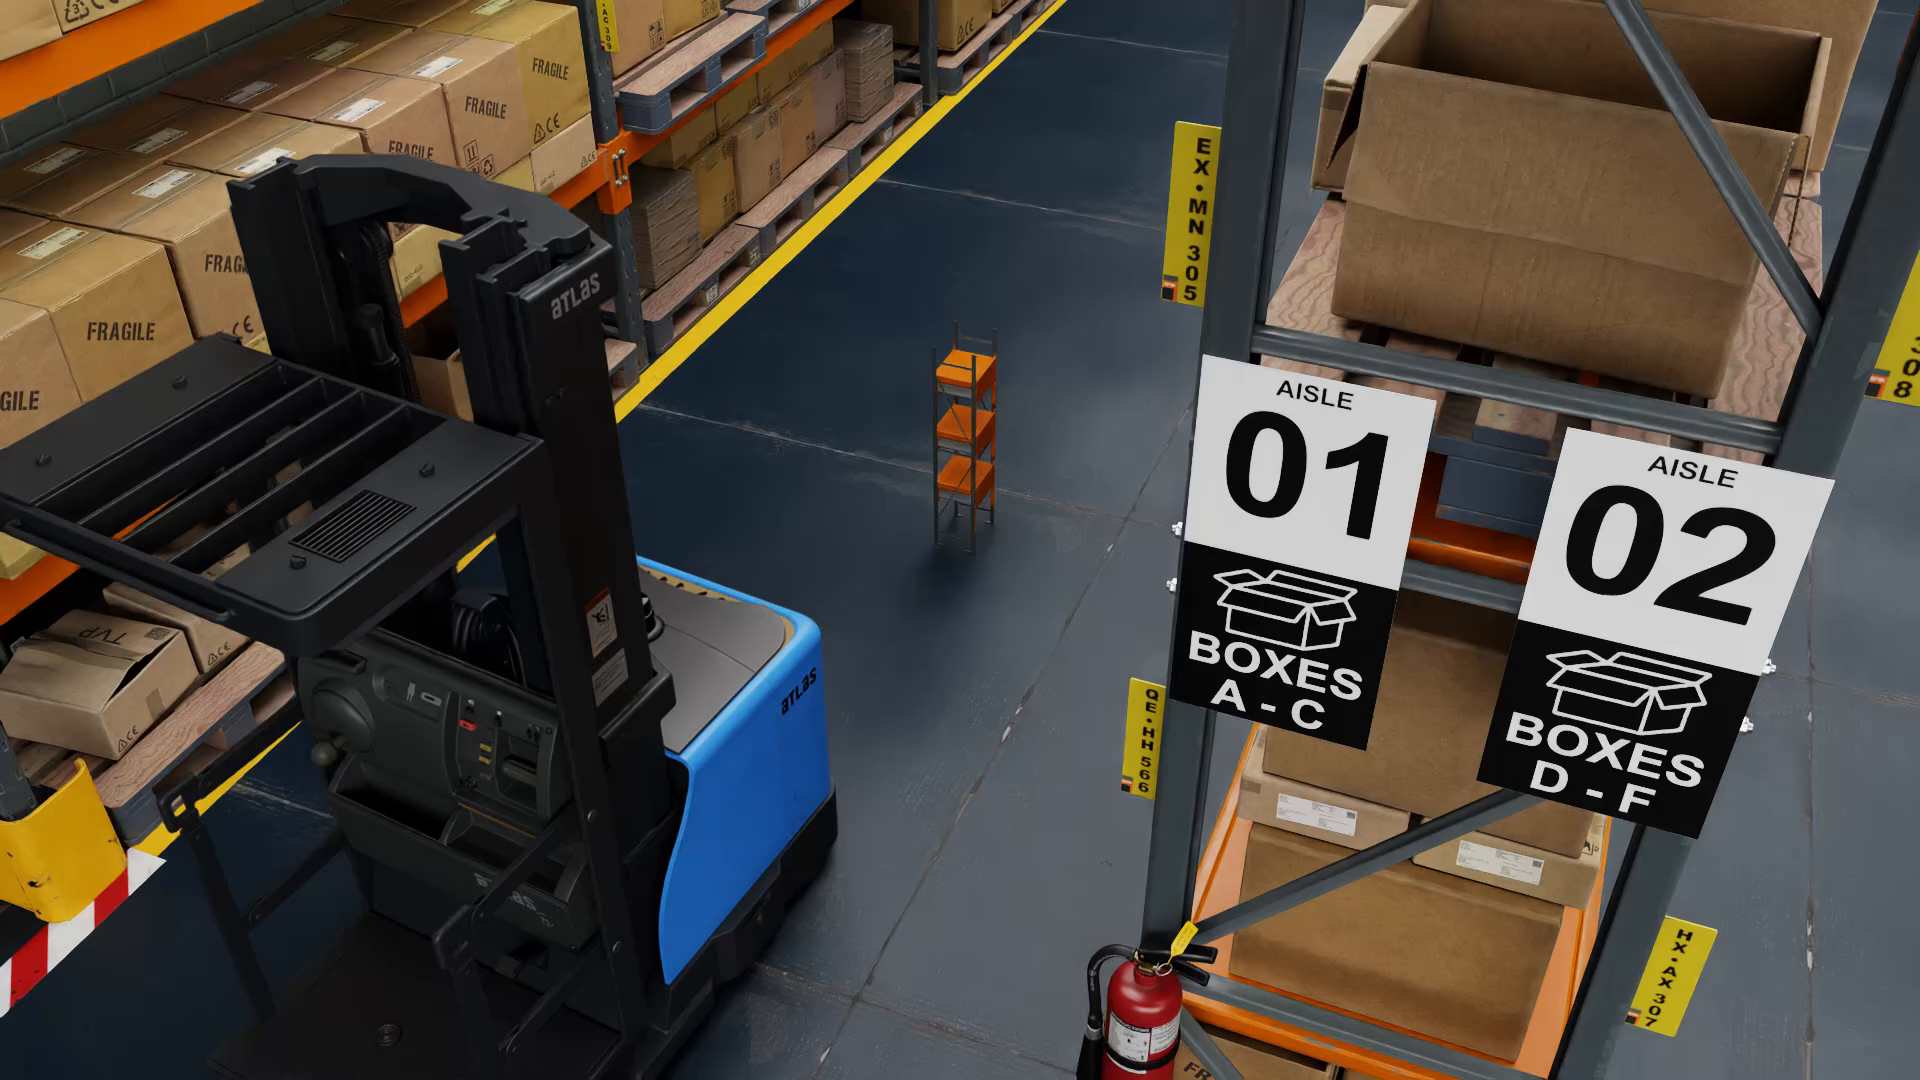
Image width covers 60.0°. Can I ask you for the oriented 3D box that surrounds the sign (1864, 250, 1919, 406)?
[{"bbox_3d":[1.405,-0.338,2.395,0.100,0.325,0.005,14,39,18],"label":"sign"}]

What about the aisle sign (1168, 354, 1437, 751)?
[{"bbox_3d":[0.597,0.044,3.014,0.394,0.787,0.004,14,39,18],"label":"aisle sign"}]

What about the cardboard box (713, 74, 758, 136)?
[{"bbox_3d":[-1.543,-2.645,9.878,0.500,0.250,0.500,13,39,16],"label":"cardboard box"}]

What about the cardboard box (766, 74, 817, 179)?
[{"bbox_3d":[-1.337,-2.664,10.529,0.700,0.500,0.500,14,39,18],"label":"cardboard box"}]

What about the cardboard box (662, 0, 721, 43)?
[{"bbox_3d":[-1.722,-3.023,8.838,0.700,0.500,0.500,18,40,22],"label":"cardboard box"}]

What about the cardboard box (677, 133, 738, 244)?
[{"bbox_3d":[-1.752,-2.109,9.787,0.700,0.500,0.500,13,39,17],"label":"cardboard box"}]

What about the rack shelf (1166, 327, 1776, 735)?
[{"bbox_3d":[1.655,-0.905,4.551,1.077,0.370,4.000,14,39,18],"label":"rack shelf"}]

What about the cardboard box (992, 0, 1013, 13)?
[{"bbox_3d":[0.096,-4.608,12.854,0.750,0.750,0.750,14,39,18],"label":"cardboard box"}]

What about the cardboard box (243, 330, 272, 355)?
[{"bbox_3d":[-2.826,-0.728,6.327,0.500,0.250,0.500,13,39,17],"label":"cardboard box"}]

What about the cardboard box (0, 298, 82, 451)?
[{"bbox_3d":[-3.229,-0.455,5.335,0.500,0.500,0.500,14,39,18],"label":"cardboard box"}]

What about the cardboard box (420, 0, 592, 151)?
[{"bbox_3d":[-2.061,-2.141,7.592,0.500,0.500,0.500,14,39,18],"label":"cardboard box"}]

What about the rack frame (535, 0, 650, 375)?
[{"bbox_3d":[-2.167,-2.225,8.222,1.000,3.000,0.127,14,39,18],"label":"rack frame"}]

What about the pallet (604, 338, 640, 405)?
[{"bbox_3d":[-2.390,-0.728,8.548,1.003,0.211,1.213,14,39,18],"label":"pallet"}]

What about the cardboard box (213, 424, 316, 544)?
[{"bbox_3d":[-2.800,-0.259,7.311,0.700,0.500,0.500,11,38,15],"label":"cardboard box"}]

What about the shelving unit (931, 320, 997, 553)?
[{"bbox_3d":[0.020,-0.450,7.475,0.215,1.050,0.252,14,39,18],"label":"shelving unit"}]

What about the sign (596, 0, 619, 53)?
[{"bbox_3d":[-1.662,-2.453,7.803,0.100,0.325,0.005,14,39,18],"label":"sign"}]

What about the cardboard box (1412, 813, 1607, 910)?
[{"bbox_3d":[1.242,0.648,3.753,0.380,0.149,0.250,14,39,17],"label":"cardboard box"}]

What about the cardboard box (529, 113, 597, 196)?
[{"bbox_3d":[-2.067,-1.842,7.817,0.500,0.250,0.500,14,39,18],"label":"cardboard box"}]

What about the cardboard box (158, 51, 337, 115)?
[{"bbox_3d":[-2.934,-1.701,7.002,0.500,0.500,0.500,15,39,19],"label":"cardboard box"}]

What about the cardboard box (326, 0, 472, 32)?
[{"bbox_3d":[-2.539,-2.261,7.752,0.500,0.500,0.500,13,39,17],"label":"cardboard box"}]

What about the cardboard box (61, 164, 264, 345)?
[{"bbox_3d":[-2.829,-1.011,6.079,0.500,0.500,0.500,13,39,16],"label":"cardboard box"}]

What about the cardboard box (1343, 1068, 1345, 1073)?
[{"bbox_3d":[1.490,1.525,5.150,0.500,0.250,0.500,14,39,18],"label":"cardboard box"}]

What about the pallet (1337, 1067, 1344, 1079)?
[{"bbox_3d":[1.146,1.800,5.166,1.003,0.211,1.213,14,39,18],"label":"pallet"}]

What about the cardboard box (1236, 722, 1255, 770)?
[{"bbox_3d":[1.190,0.827,5.458,0.500,0.500,0.500,14,39,18],"label":"cardboard box"}]

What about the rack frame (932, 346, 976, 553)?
[{"bbox_3d":[-0.026,-0.383,7.385,0.200,1.050,0.008,14,39,18],"label":"rack frame"}]

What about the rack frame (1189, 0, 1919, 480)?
[{"bbox_3d":[0.894,-1.287,1.956,1.000,3.000,0.127,14,39,18],"label":"rack frame"}]

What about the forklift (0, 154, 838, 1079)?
[{"bbox_3d":[-1.596,0.594,4.507,1.130,2.935,3.031,18,40,22],"label":"forklift"}]

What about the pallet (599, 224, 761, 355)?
[{"bbox_3d":[-1.872,-1.540,9.634,1.003,0.211,1.213,14,39,18],"label":"pallet"}]

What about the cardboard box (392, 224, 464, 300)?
[{"bbox_3d":[-2.441,-1.286,7.074,0.500,0.250,0.500,14,39,17],"label":"cardboard box"}]

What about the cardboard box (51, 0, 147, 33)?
[{"bbox_3d":[-2.899,-1.966,5.269,0.500,0.500,0.500,16,40,20],"label":"cardboard box"}]

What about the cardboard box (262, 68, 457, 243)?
[{"bbox_3d":[-2.447,-1.587,6.850,0.500,0.500,0.500,13,39,16],"label":"cardboard box"}]

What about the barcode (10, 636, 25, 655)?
[{"bbox_3d":[-3.705,0.423,6.550,0.001,0.075,0.075,14,39,18],"label":"barcode"}]

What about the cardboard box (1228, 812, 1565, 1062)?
[{"bbox_3d":[1.083,0.820,4.064,0.700,0.500,0.500,14,39,18],"label":"cardboard box"}]

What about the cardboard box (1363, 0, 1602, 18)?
[{"bbox_3d":[1.300,-1.280,4.058,0.500,0.311,0.500,19,41,23],"label":"cardboard box"}]

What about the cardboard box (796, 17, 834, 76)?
[{"bbox_3d":[-1.145,-3.203,10.624,0.500,0.250,0.500,15,39,19],"label":"cardboard box"}]

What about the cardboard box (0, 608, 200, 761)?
[{"bbox_3d":[-3.342,0.528,6.417,0.500,0.311,0.500,10,38,13],"label":"cardboard box"}]

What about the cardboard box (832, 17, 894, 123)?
[{"bbox_3d":[-0.870,-3.204,11.252,0.700,0.500,0.500,14,39,18],"label":"cardboard box"}]

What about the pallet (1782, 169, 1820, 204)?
[{"bbox_3d":[1.650,-1.114,4.303,1.003,0.211,1.213,14,39,18],"label":"pallet"}]

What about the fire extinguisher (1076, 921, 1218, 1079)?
[{"bbox_3d":[0.419,1.106,3.829,0.296,0.674,0.183,14,39,18],"label":"fire extinguisher"}]

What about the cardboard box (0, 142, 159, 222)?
[{"bbox_3d":[-3.312,-1.132,6.241,0.500,0.500,0.500,13,39,17],"label":"cardboard box"}]

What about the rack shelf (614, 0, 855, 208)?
[{"bbox_3d":[-1.406,-3.044,9.918,1.077,0.370,4.000,14,39,18],"label":"rack shelf"}]

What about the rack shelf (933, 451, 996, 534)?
[{"bbox_3d":[0.020,-0.219,7.648,0.215,0.259,0.240,14,39,18],"label":"rack shelf"}]

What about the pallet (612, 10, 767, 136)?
[{"bbox_3d":[-1.741,-2.538,8.801,1.003,0.211,1.213,14,39,18],"label":"pallet"}]

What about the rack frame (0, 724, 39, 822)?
[{"bbox_3d":[-3.689,-0.011,5.259,1.000,3.000,0.127,14,39,18],"label":"rack frame"}]

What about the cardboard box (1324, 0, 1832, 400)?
[{"bbox_3d":[1.116,-0.669,3.080,0.797,0.503,0.637,17,40,21],"label":"cardboard box"}]

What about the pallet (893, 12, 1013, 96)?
[{"bbox_3d":[-0.275,-3.742,12.580,1.003,0.211,1.213,14,39,18],"label":"pallet"}]

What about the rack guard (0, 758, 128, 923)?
[{"bbox_3d":[-3.660,0.949,6.063,1.175,0.500,0.348,14,39,18],"label":"rack guard"}]
